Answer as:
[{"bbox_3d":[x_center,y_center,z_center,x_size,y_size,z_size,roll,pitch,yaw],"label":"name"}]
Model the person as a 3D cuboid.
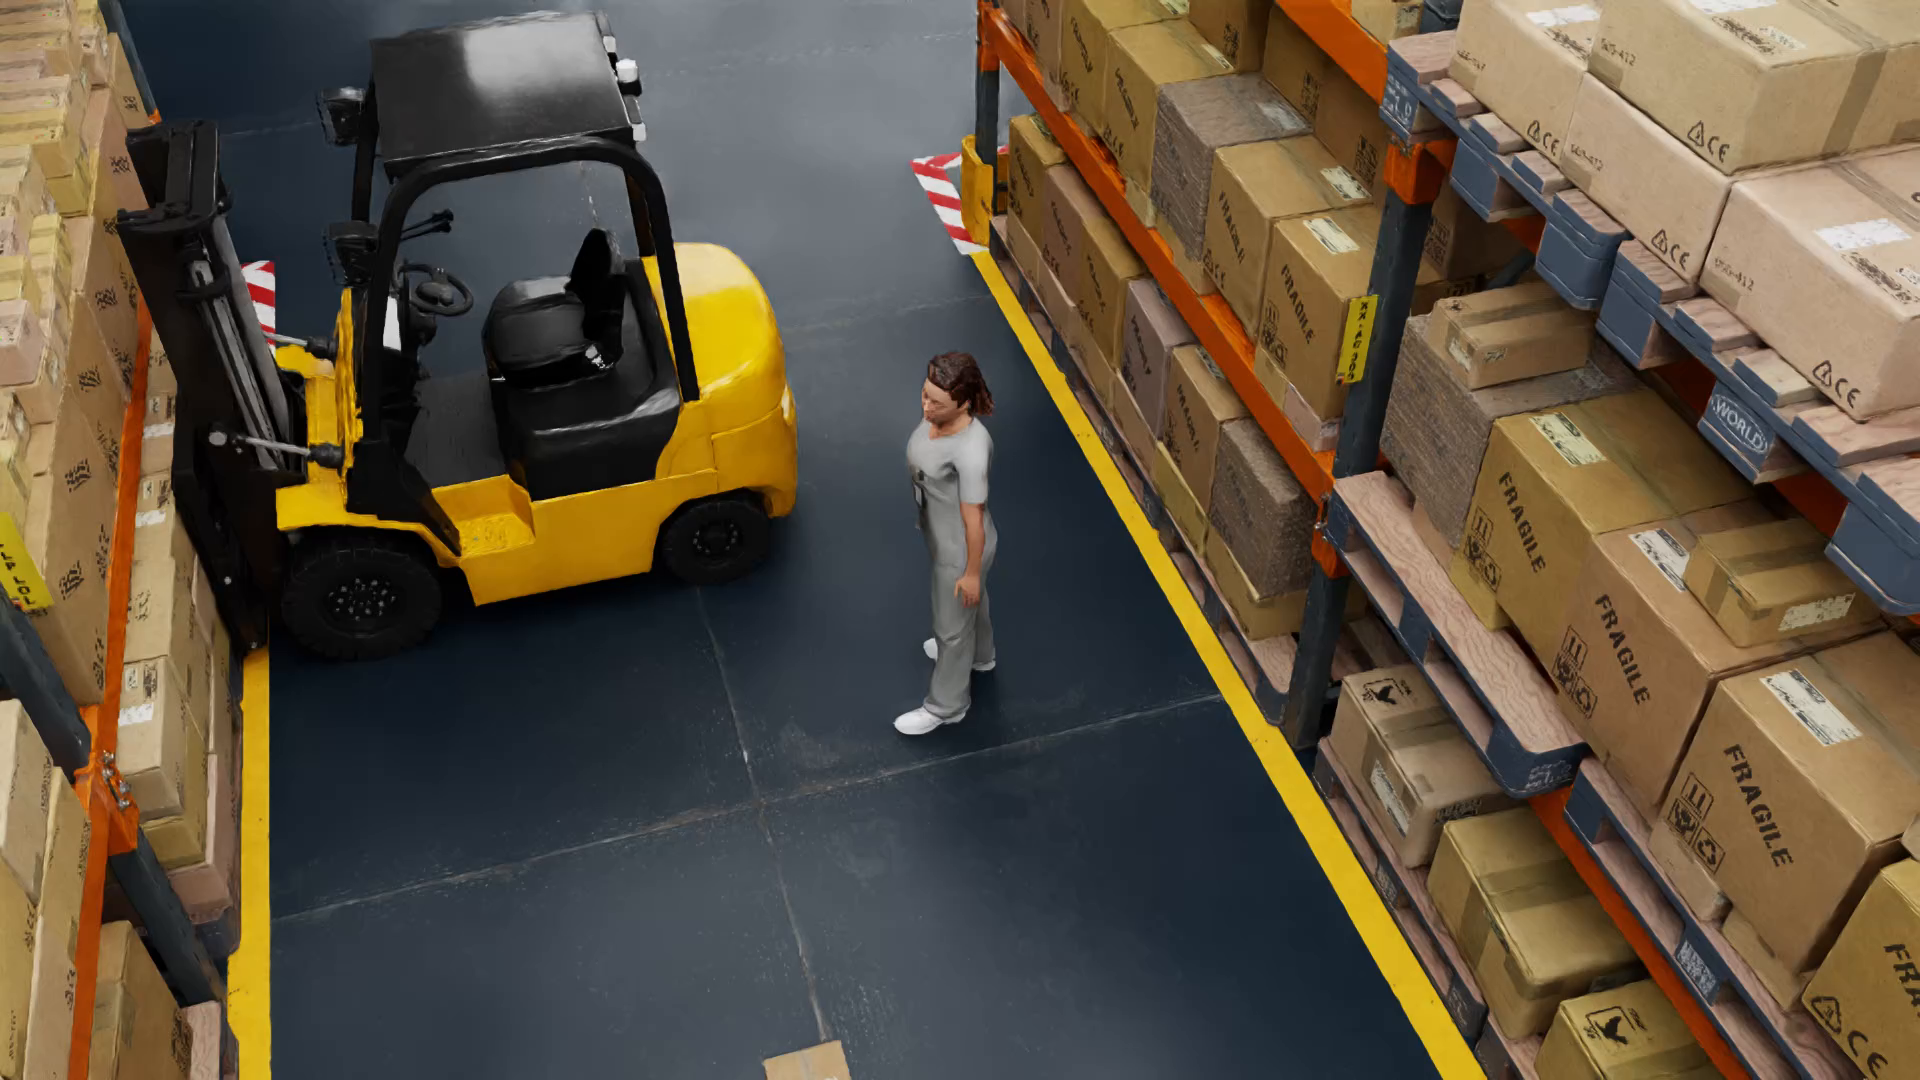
[{"bbox_3d":[-0.064,0.000,6.128,0.495,1.670,0.545,-11,44,-12],"label":"person"}]
